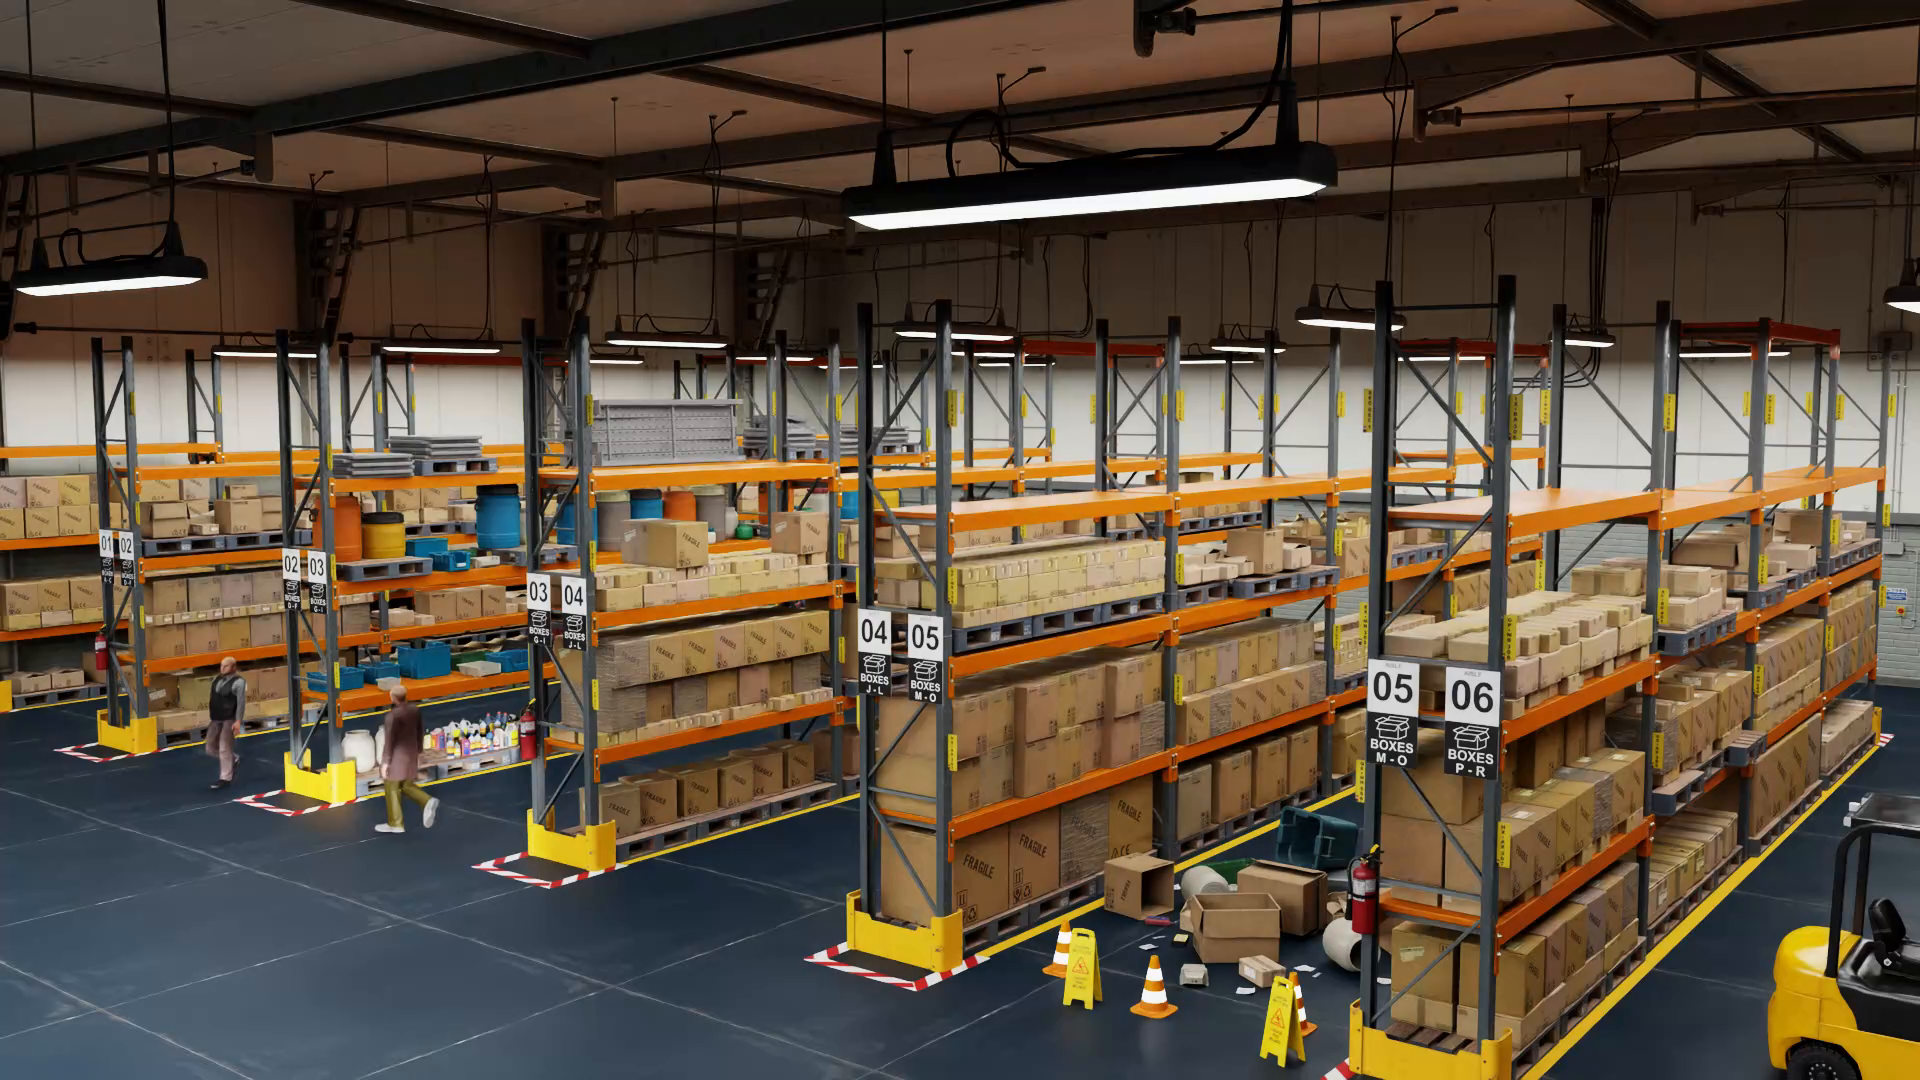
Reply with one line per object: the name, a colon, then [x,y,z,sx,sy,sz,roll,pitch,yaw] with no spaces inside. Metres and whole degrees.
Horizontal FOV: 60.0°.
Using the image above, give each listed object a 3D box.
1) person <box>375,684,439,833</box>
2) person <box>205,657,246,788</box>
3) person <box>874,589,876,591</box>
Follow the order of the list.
person: [-6.557,2.575,19.605,0.709,1.763,0.661,2,5,24]
person: [-9.696,2.394,21.987,0.551,1.709,0.614,2,5,23]
person: [-1.782,1.347,34.254,0.392,1.788,0.628,0,5,-5]
